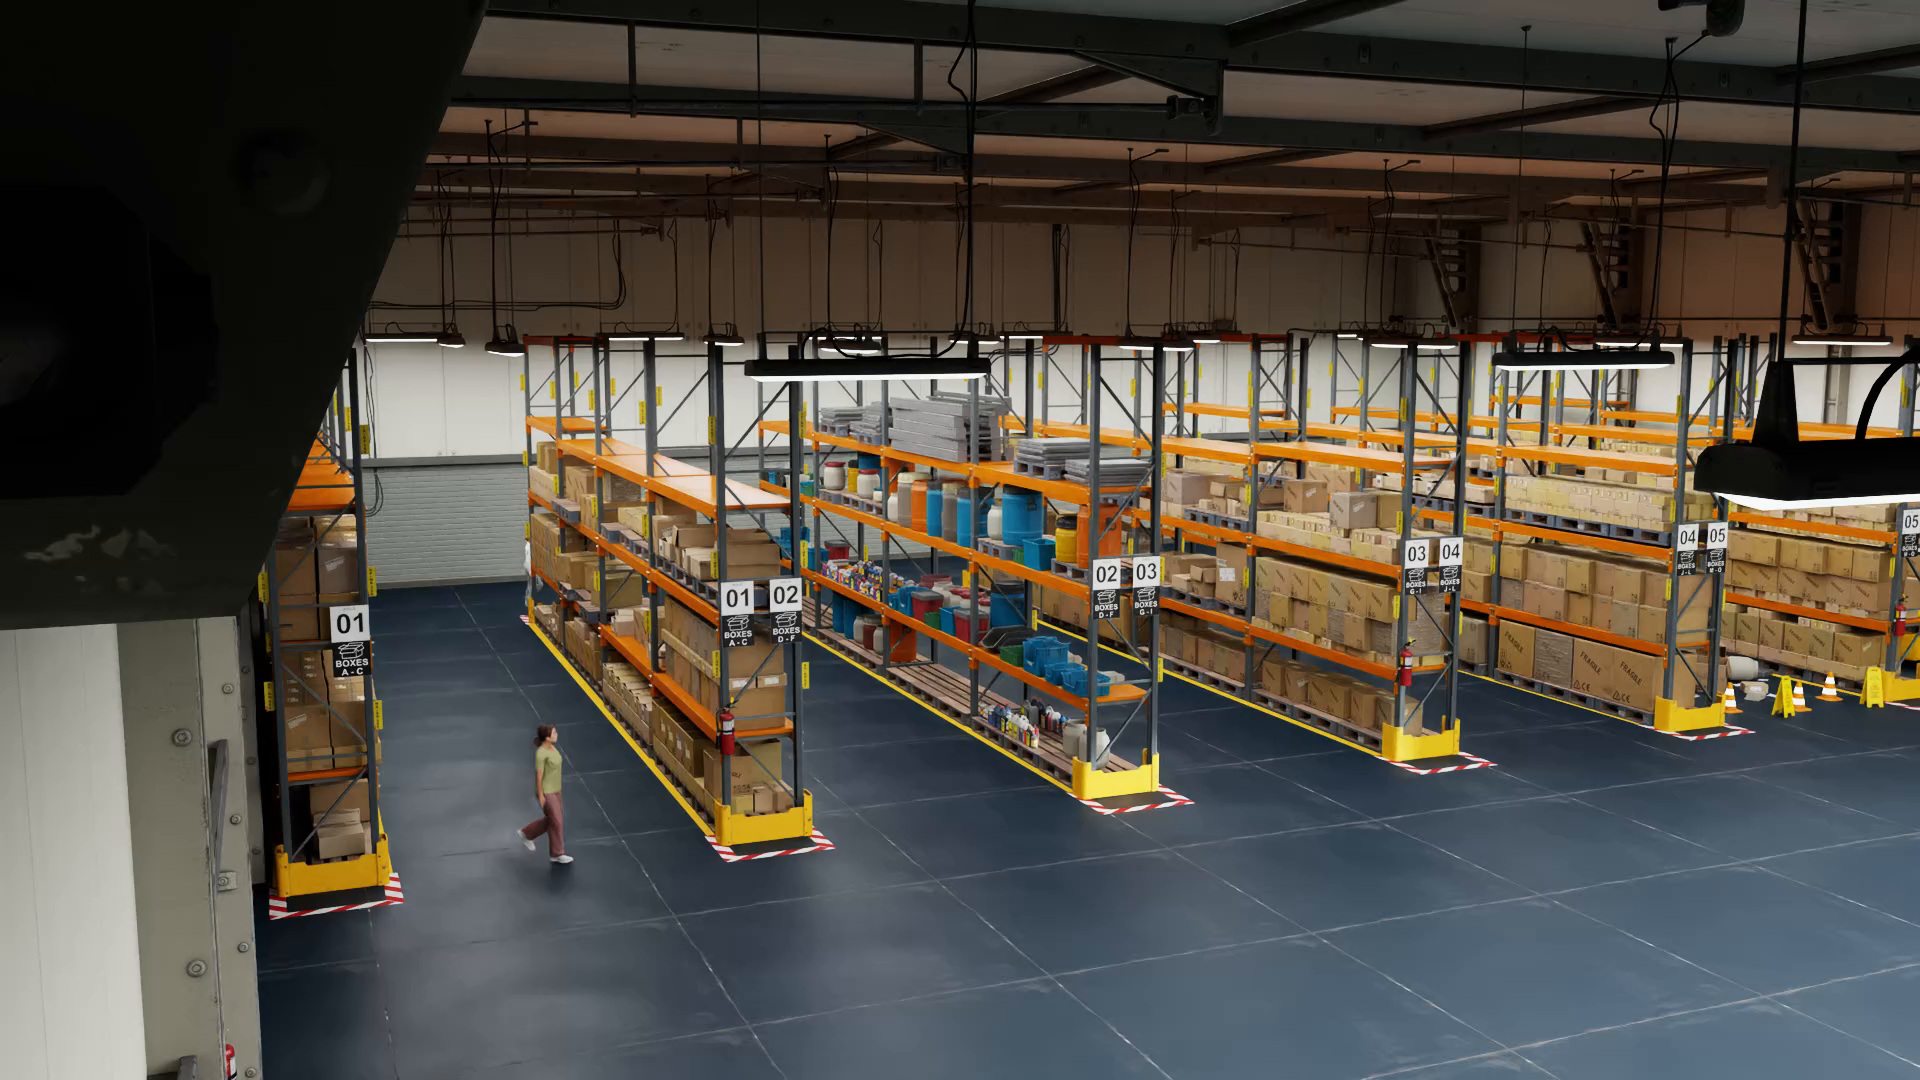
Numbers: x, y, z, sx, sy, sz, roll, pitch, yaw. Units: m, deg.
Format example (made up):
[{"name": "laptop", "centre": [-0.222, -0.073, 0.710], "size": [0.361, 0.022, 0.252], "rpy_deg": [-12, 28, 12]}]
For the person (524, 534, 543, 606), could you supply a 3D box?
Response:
[{"name": "person", "centre": [-9.381, 0.637, 36.511], "size": [0.392, 1.691, 0.502], "rpy_deg": [-3, 8, -20]}]

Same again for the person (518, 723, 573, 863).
[{"name": "person", "centre": [-4.837, 2.933, 19.384], "size": [0.708, 1.645, 0.454], "rpy_deg": [2, 8, 15]}]
